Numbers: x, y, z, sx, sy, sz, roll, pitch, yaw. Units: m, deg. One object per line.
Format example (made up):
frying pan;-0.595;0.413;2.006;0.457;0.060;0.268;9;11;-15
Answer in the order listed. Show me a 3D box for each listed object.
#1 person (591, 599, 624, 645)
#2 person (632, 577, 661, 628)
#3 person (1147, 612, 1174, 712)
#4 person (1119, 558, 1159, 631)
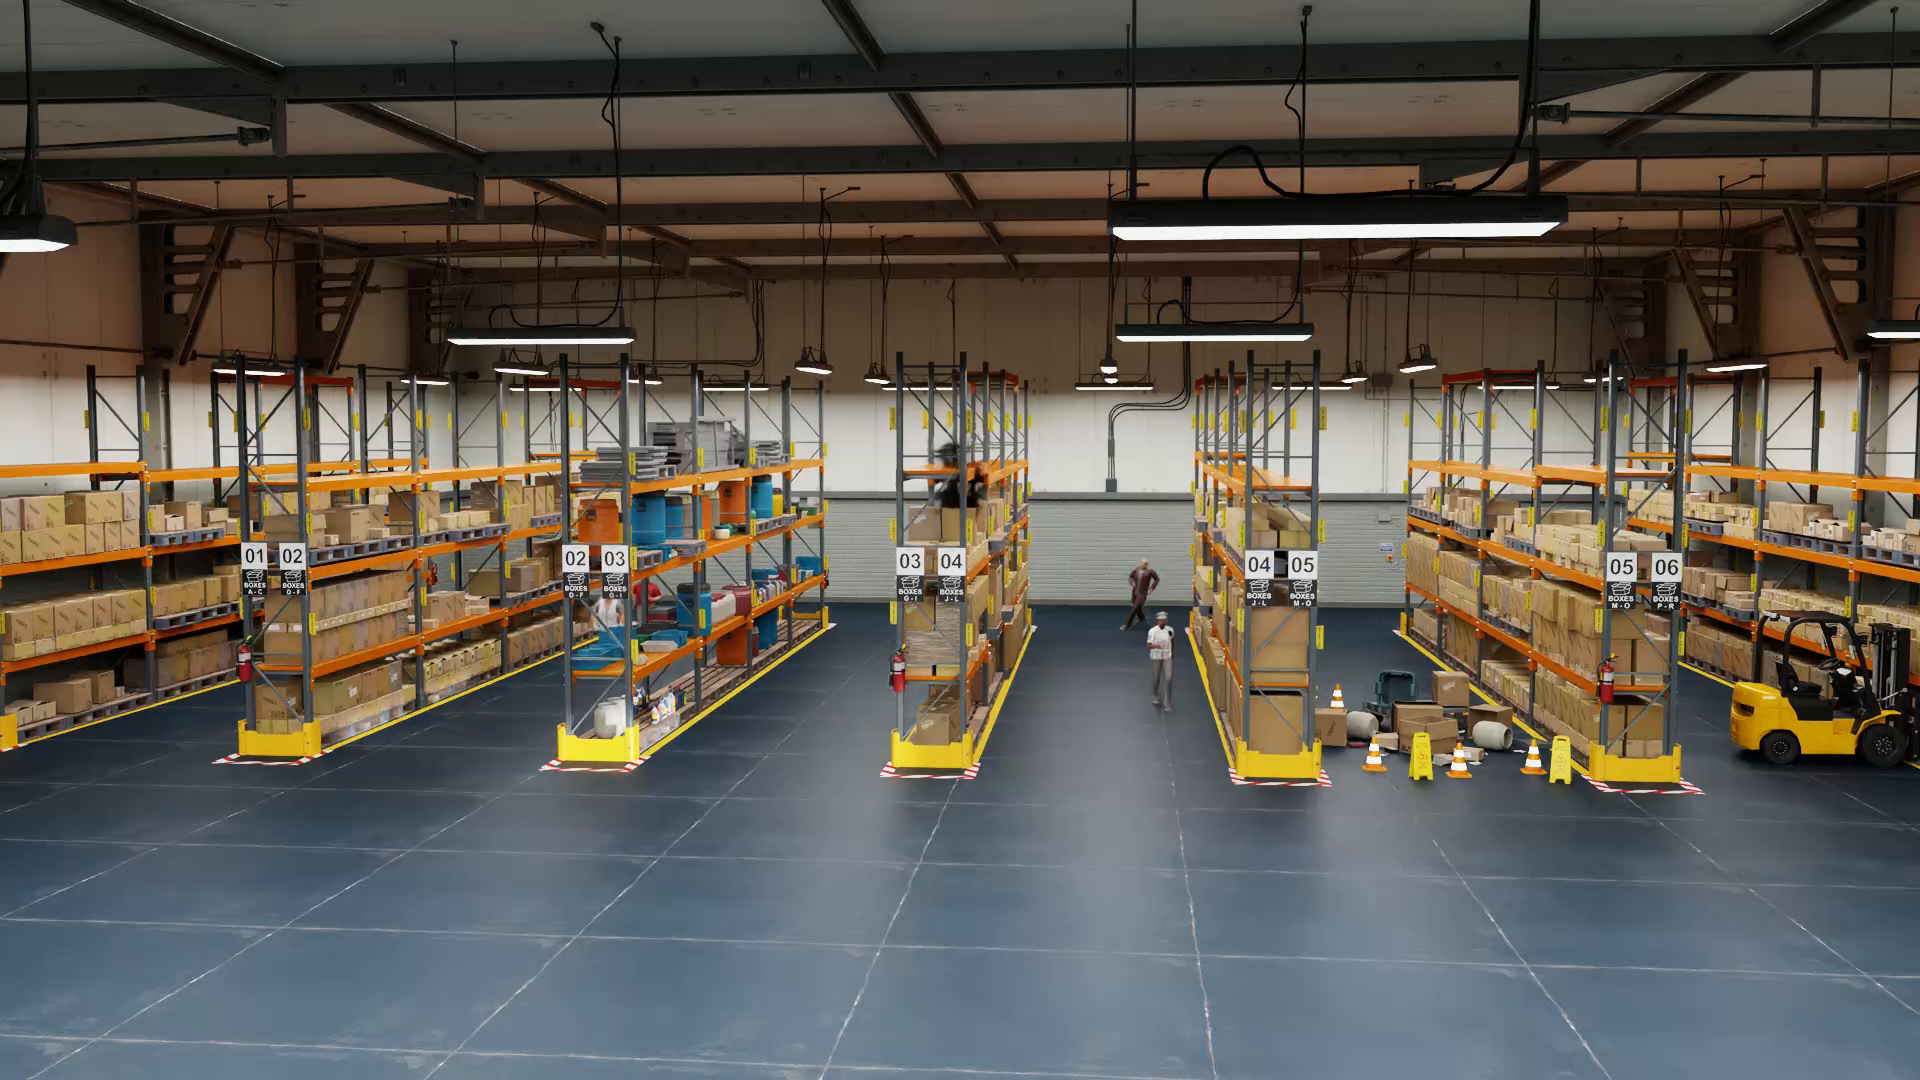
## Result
person;-6.976;1.793;32.944;0.664;1.756;0.655;0;4;-5
person;-6.882;1.545;36.471;0.672;1.700;0.840;-1;4;-7
person;3.507;2.101;29.000;0.519;1.741;0.828;0;4;-1
person;4.350;1.293;39.973;0.785;1.724;1.085;3;5;39
